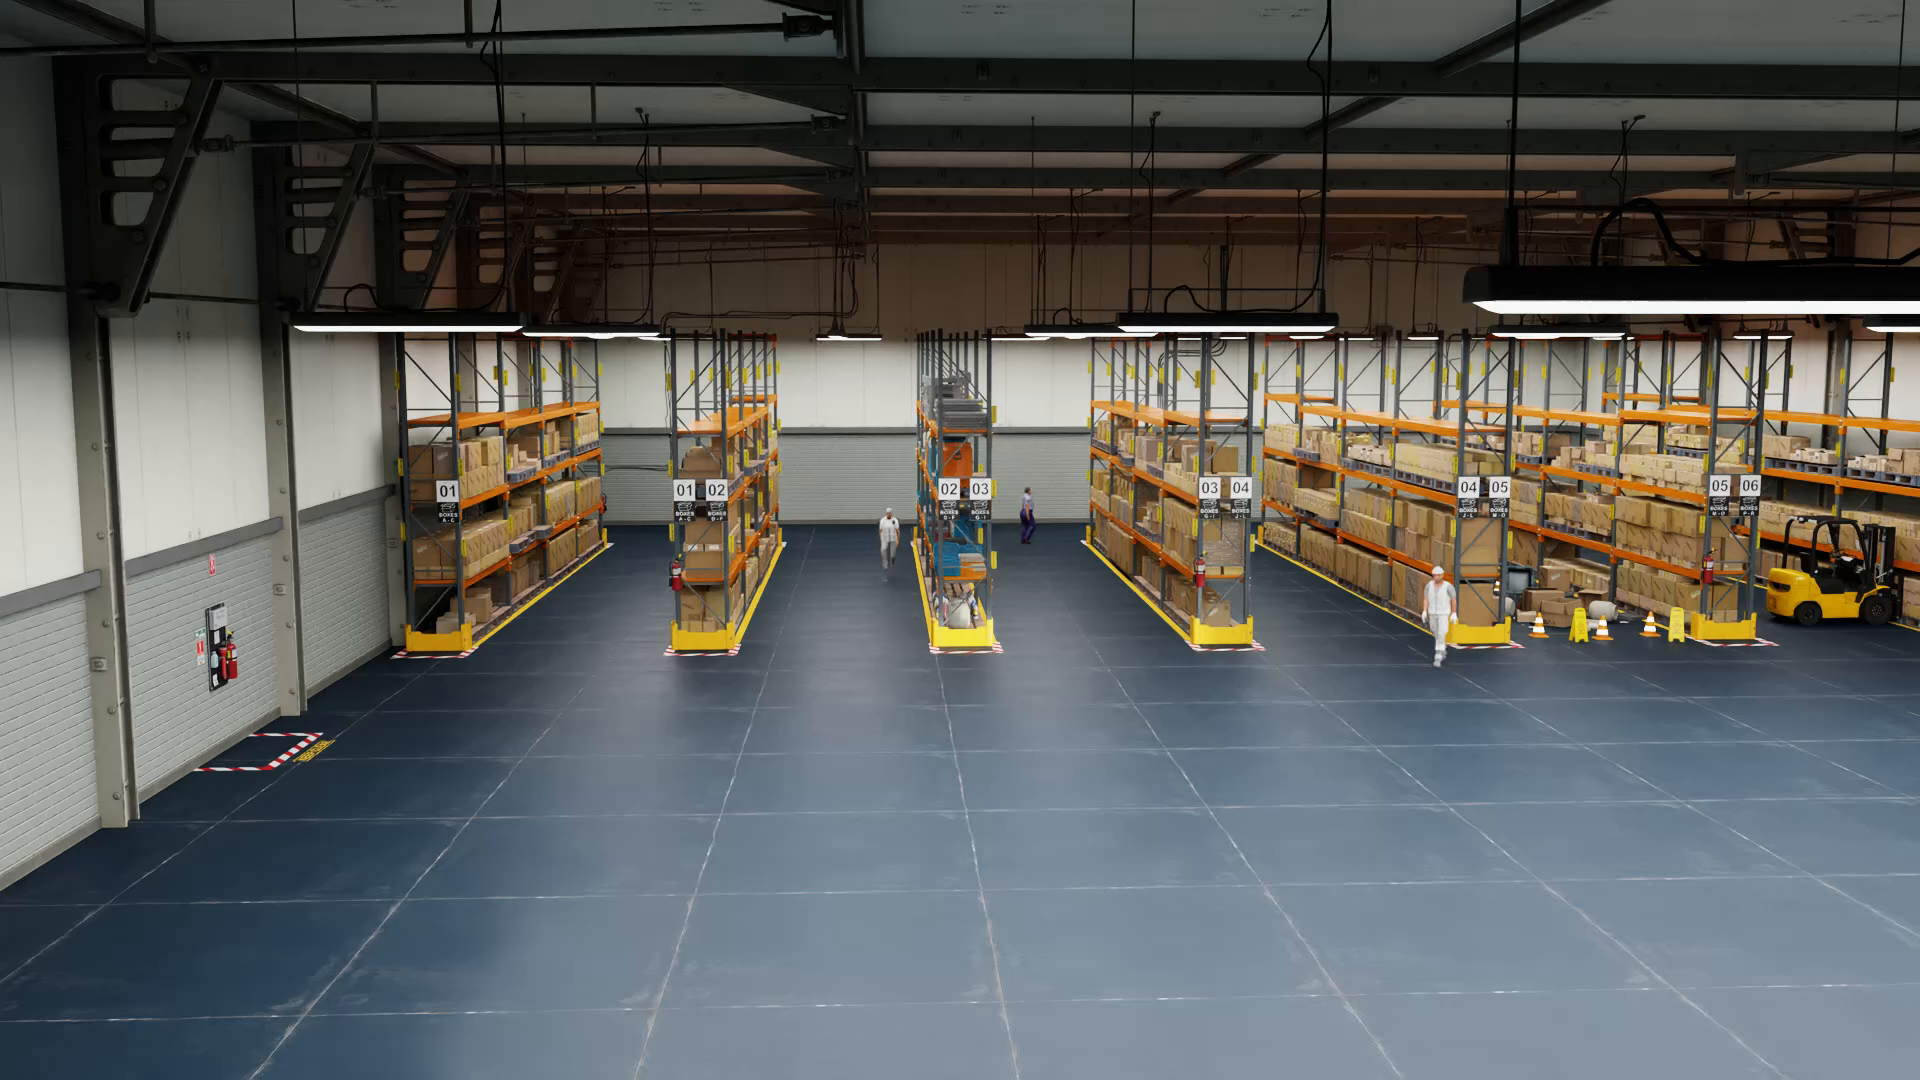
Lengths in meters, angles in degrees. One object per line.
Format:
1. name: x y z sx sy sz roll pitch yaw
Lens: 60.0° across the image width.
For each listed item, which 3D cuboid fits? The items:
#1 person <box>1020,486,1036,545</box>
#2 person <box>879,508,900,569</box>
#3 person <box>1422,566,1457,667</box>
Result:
1. person: 1.943 -0.704 47.721 0.394 1.669 0.525 -2 7 -17
2. person: -1.719 -0.044 40.413 0.506 1.496 1.008 0 7 -2
3. person: 8.533 1.332 29.692 0.561 1.736 0.949 6 9 41
